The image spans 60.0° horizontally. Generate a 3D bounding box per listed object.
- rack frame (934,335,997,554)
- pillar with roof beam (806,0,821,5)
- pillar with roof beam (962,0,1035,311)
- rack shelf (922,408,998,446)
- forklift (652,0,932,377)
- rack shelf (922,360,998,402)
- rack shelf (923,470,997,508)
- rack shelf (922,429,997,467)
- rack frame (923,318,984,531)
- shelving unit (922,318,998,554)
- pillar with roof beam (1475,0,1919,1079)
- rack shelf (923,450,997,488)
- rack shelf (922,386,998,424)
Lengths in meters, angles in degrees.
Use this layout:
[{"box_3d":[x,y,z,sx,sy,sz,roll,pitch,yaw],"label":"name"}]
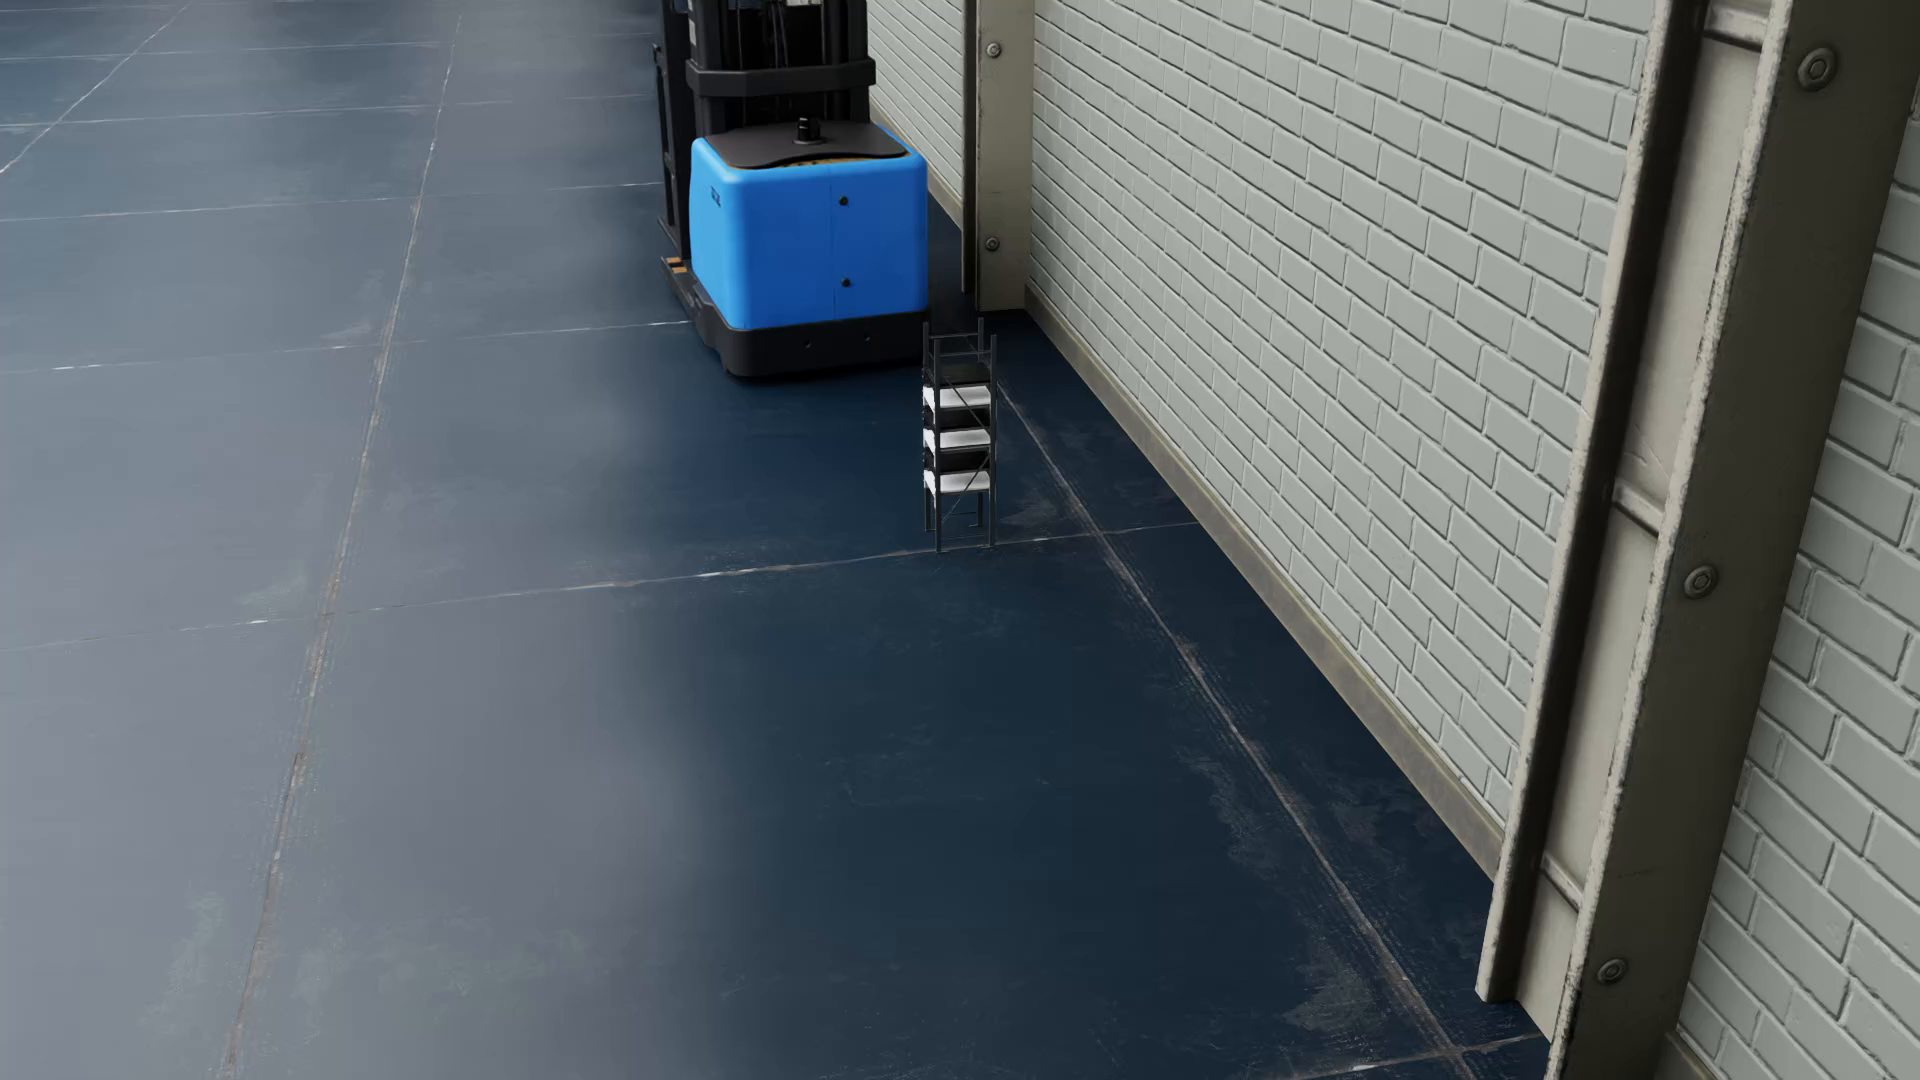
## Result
[{"box_3d":[0.021,-0.361,6.466,0.240,0.900,0.006,-6,27,-12],"label":"rack frame"},{"box_3d":[-5.344,-7.591,11.803,9.100,9.000,0.400,-6,27,-12],"label":"pillar with roof beam"},{"box_3d":[-3.992,-4.957,6.585,9.100,9.000,0.400,-6,27,-12],"label":"pillar with roof beam"},{"box_3d":[-0.002,-0.456,6.529,0.258,0.077,0.200,-6,27,-12],"label":"rack shelf"},{"box_3d":[-1.103,-2.756,8.958,1.130,2.935,3.031,-9,28,-17],"label":"forklift"},{"box_3d":[-0.002,-0.617,6.448,0.258,0.077,0.200,-6,27,-12],"label":"rack shelf"},{"box_3d":[-0.002,-0.215,6.650,0.258,0.077,0.200,-6,27,-12],"label":"rack shelf"},{"box_3d":[-0.002,-0.376,6.569,0.258,0.077,0.200,-6,27,-12],"label":"rack shelf"},{"box_3d":[-0.025,-0.450,6.643,0.240,0.900,0.006,-6,27,-12],"label":"rack frame"},{"box_3d":[-0.002,-0.405,6.554,0.258,0.900,0.210,-6,27,-12],"label":"shelving unit"},{"box_3d":[-2.640,-2.323,1.366,9.100,9.000,0.400,-6,27,-12],"label":"pillar with roof beam"},{"box_3d":[-0.002,-0.295,6.610,0.258,0.077,0.200,-6,27,-12],"label":"rack shelf"},{"box_3d":[-0.002,-0.536,6.488,0.258,0.077,0.200,-6,27,-12],"label":"rack shelf"}]
